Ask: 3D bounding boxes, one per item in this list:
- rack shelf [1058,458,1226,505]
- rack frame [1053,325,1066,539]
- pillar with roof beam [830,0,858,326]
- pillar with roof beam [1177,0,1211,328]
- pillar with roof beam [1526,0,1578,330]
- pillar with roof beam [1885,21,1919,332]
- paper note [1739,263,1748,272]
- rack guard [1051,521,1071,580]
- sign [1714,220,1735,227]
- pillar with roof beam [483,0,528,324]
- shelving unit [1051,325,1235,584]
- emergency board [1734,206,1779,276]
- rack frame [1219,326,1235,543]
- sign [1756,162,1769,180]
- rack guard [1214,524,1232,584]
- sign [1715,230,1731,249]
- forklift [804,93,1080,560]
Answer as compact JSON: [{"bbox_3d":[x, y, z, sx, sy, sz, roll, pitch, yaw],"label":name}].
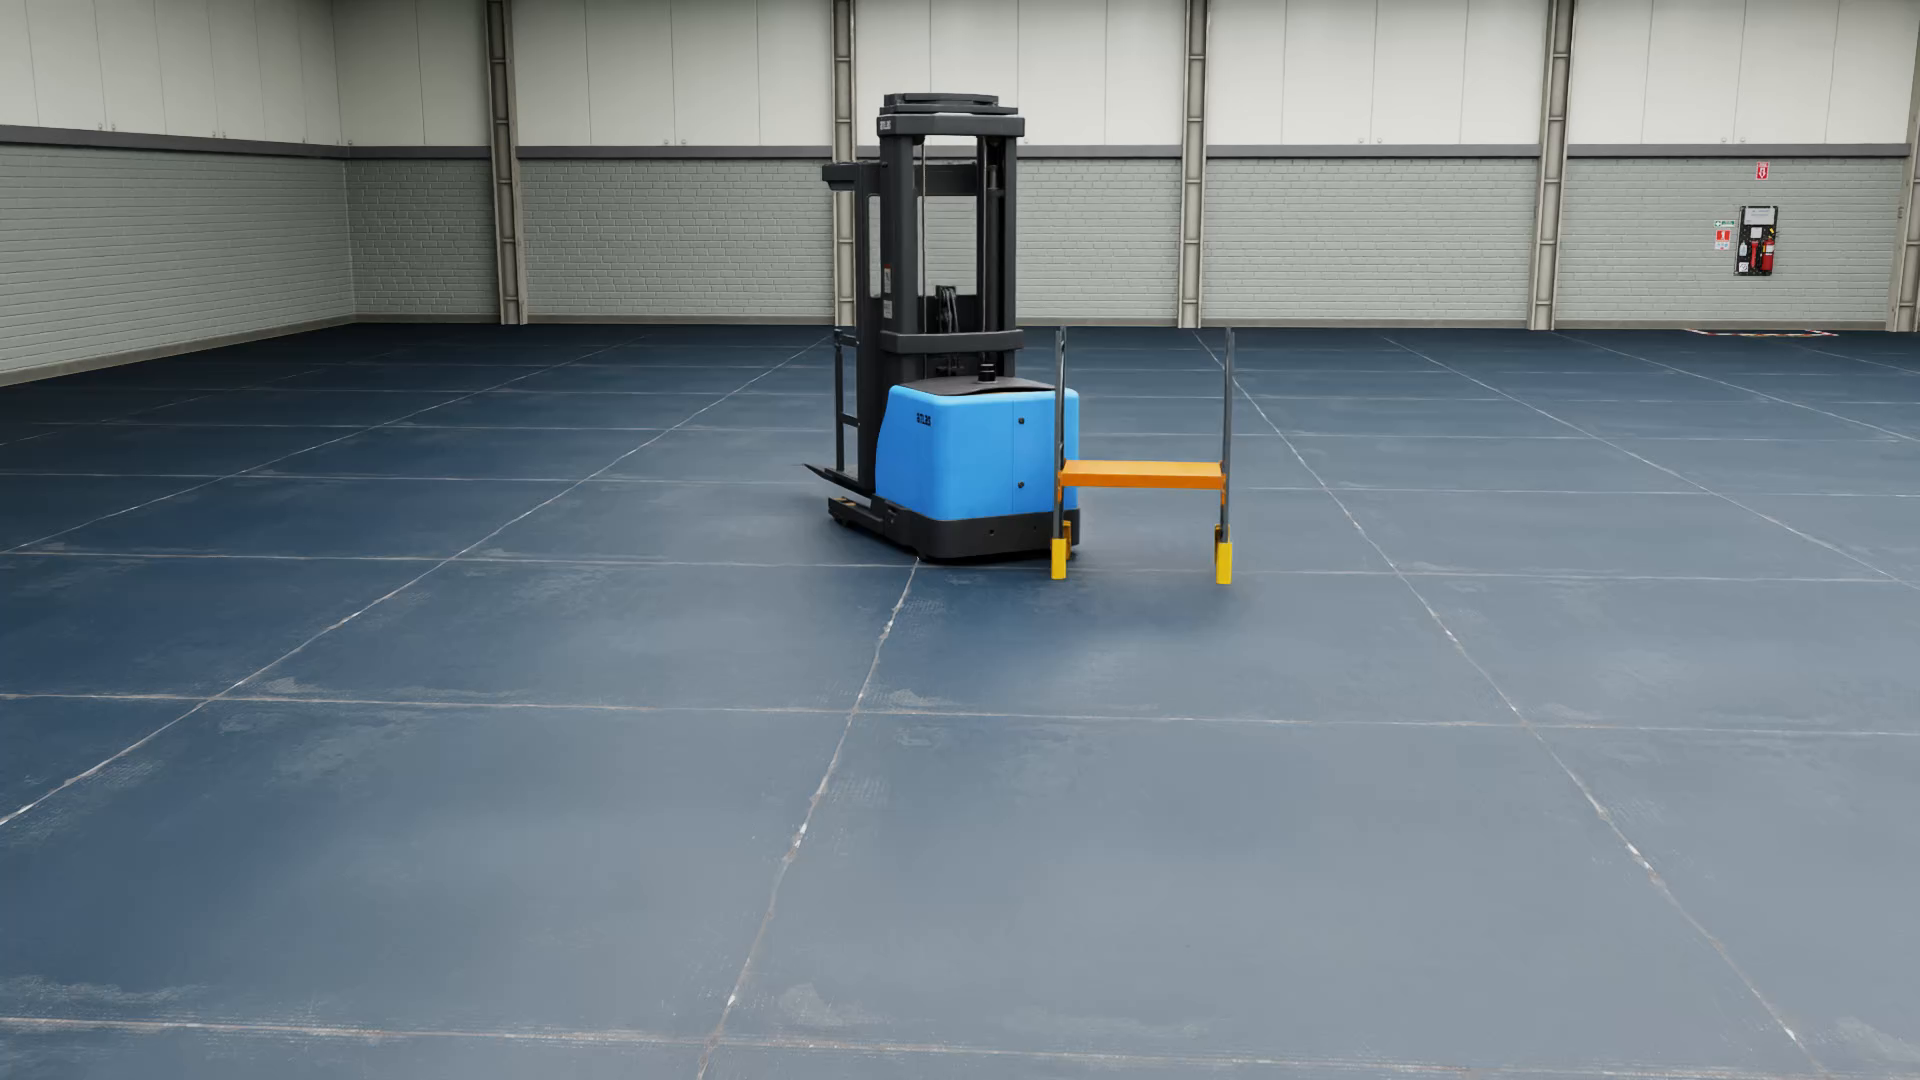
[{"bbox_3d":[1.117,-0.365,10.227,1.000,0.185,0.538,1,12,7],"label":"rack shelf"},{"bbox_3d":[0.612,-0.553,10.249,0.032,1.500,0.500,1,12,7],"label":"rack frame"},{"bbox_3d":[-2.281,-7.318,24.274,0.400,9.000,9.100,1,12,4],"label":"pillar with roof beam"},{"bbox_3d":[3.705,-7.236,23.882,0.400,9.000,9.100,1,12,4],"label":"pillar with roof beam"},{"bbox_3d":[9.692,-7.154,23.490,0.400,9.000,9.100,1,12,4],"label":"pillar with roof beam"},{"bbox_3d":[15.679,-7.072,23.097,0.400,9.000,9.100,1,12,4],"label":"pillar with roof beam"},{"bbox_3d":[13.331,-4.642,28.284,0.142,0.148,0.016,1,12,4],"label":"paper note"},{"bbox_3d":[0.632,0.059,10.375,0.087,0.250,0.587,1,12,7],"label":"rack guard"},{"bbox_3d":[12.962,-5.360,28.185,0.331,0.109,0.001,1,12,4],"label":"sign"},{"bbox_3d":[-8.268,-7.400,24.667,0.400,9.000,9.100,1,12,4],"label":"pillar with roof beam"},{"bbox_3d":[1.126,-0.541,10.189,1.083,1.500,0.587,1,12,7],"label":"shelving unit"},{"bbox_3d":[13.503,-5.056,28.115,0.643,1.169,0.194,1,12,4],"label":"emergency board"},{"bbox_3d":[1.622,-0.528,10.131,0.032,1.500,0.500,1,12,7],"label":"rack frame"},{"bbox_3d":[13.502,-6.212,27.975,0.199,0.298,0.001,1,12,4],"label":"sign"},{"bbox_3d":[1.621,0.083,10.259,0.087,0.250,0.587,1,12,7],"label":"rack guard"},{"bbox_3d":[12.958,-5.103,28.248,0.234,0.329,0.001,1,12,4],"label":"sign"},{"bbox_3d":[-0.294,-1.570,11.615,1.130,2.935,3.031,-5,13,-24],"label":"forklift"}]
